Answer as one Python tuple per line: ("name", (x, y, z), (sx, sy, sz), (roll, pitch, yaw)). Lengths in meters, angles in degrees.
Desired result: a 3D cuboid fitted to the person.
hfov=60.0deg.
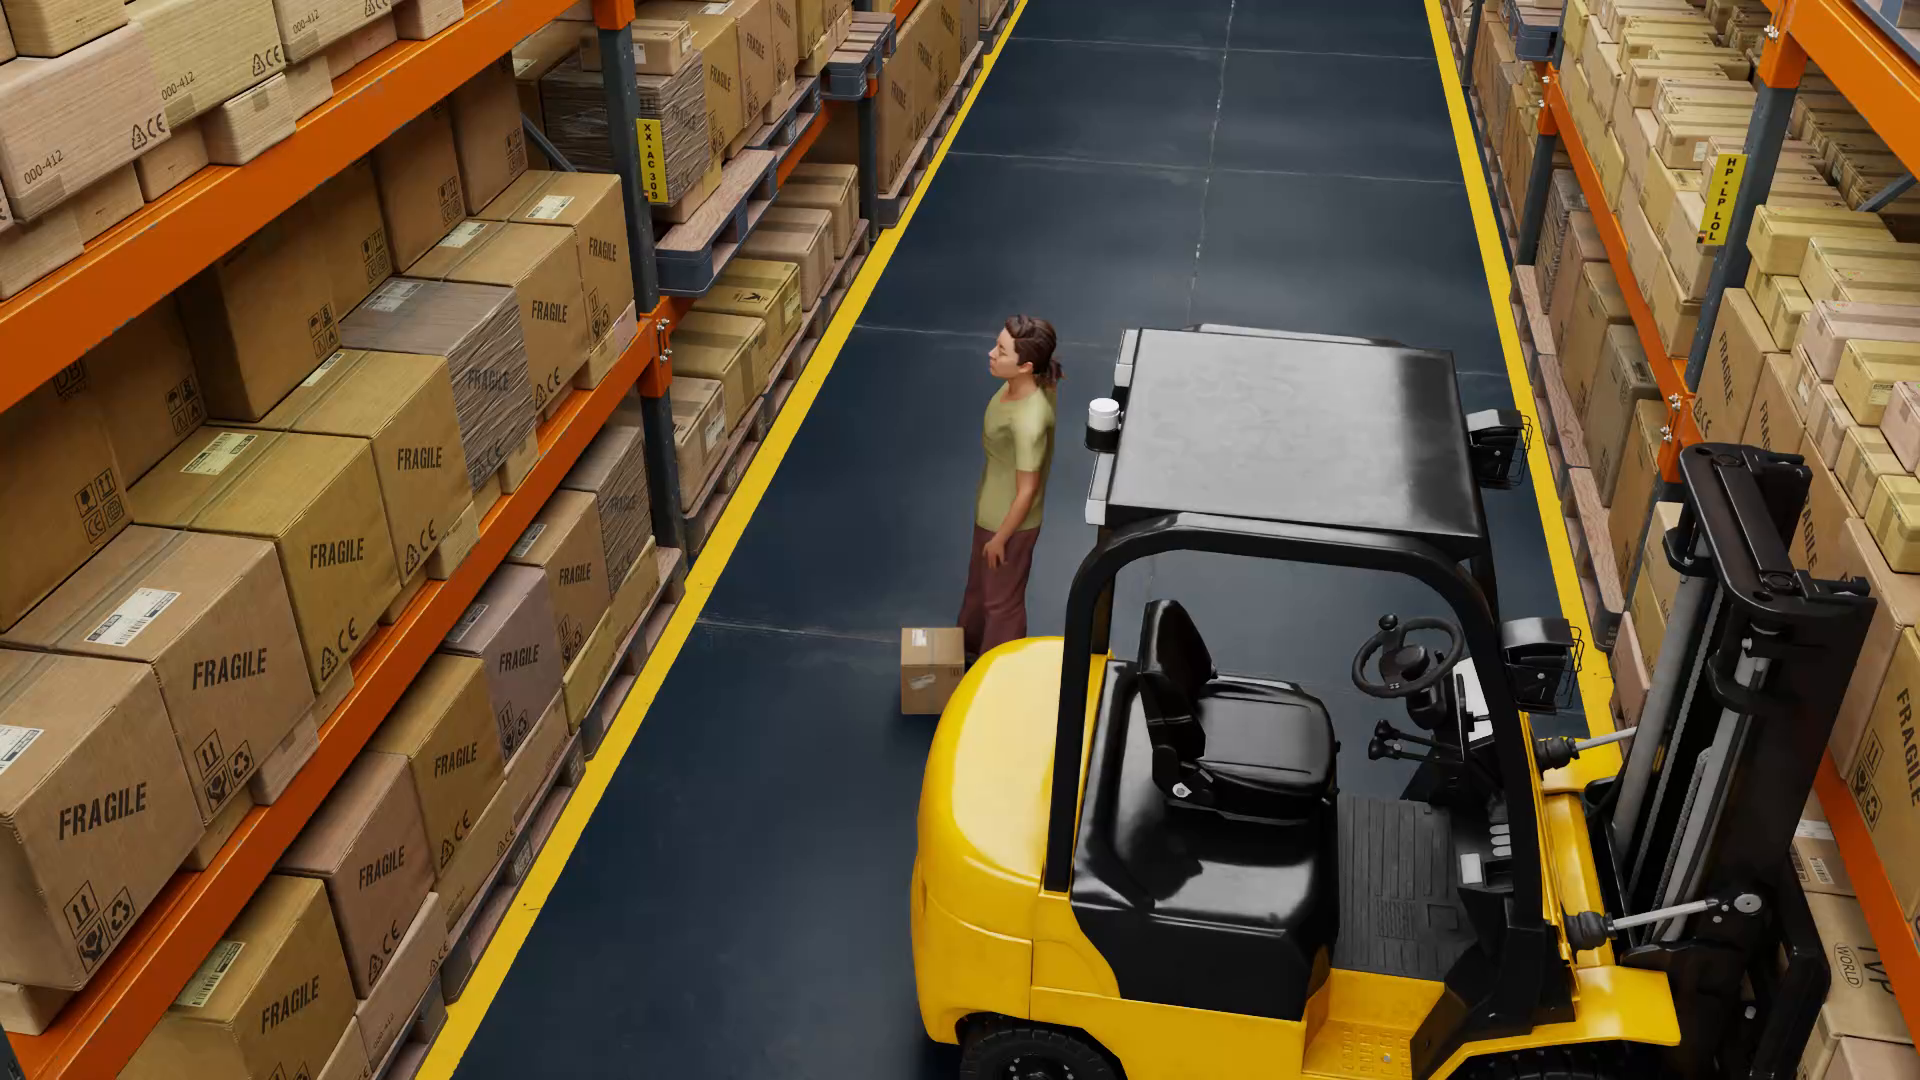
("person", (0.110, 0.004, 6.345), (0.549, 1.427, 0.551), (1, 33, 2))
